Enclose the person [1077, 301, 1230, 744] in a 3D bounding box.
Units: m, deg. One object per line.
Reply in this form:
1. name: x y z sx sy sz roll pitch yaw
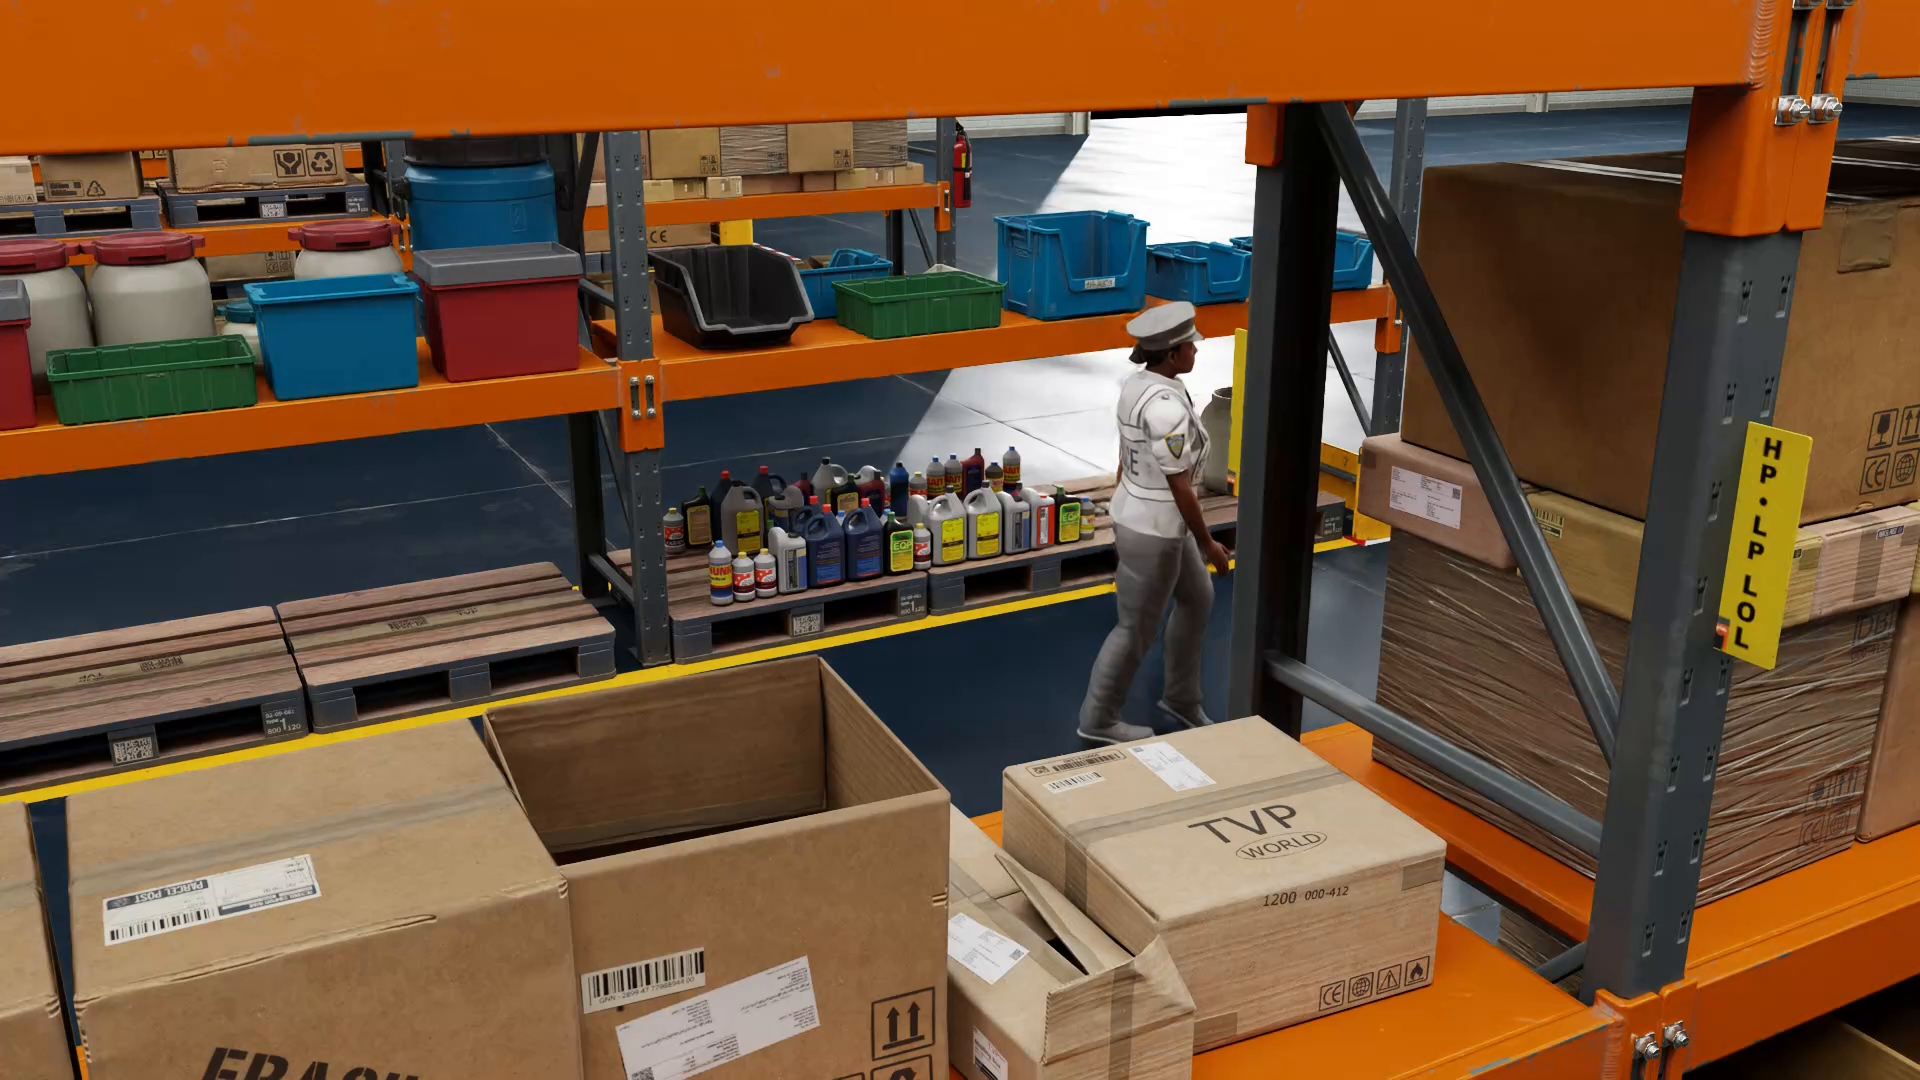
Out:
1. person: 0.735 -0.005 6.082 0.589 1.748 0.456 -1 19 -3
